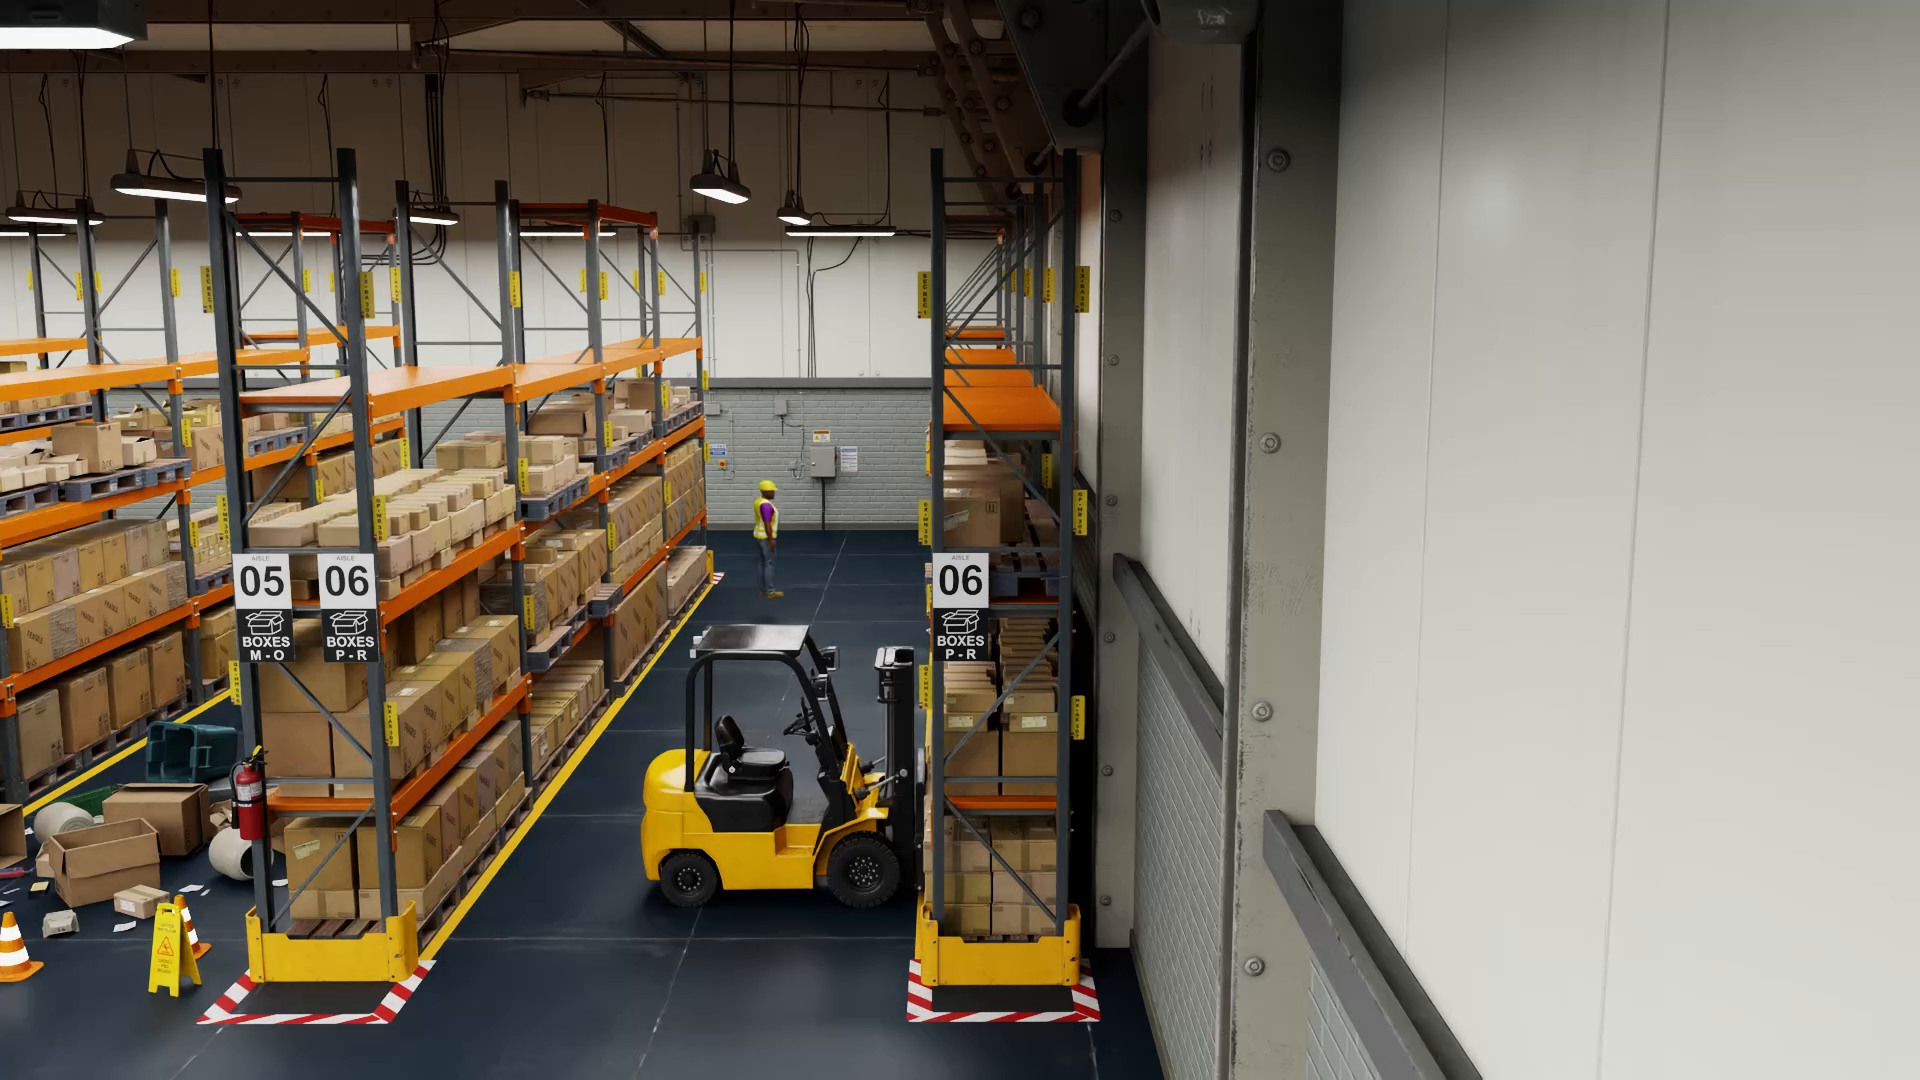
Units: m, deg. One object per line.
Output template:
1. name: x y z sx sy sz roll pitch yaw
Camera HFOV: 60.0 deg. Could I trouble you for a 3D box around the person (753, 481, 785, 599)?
1. person: -2.888 -0.017 25.103 0.417 1.770 0.630 -4 10 -24
